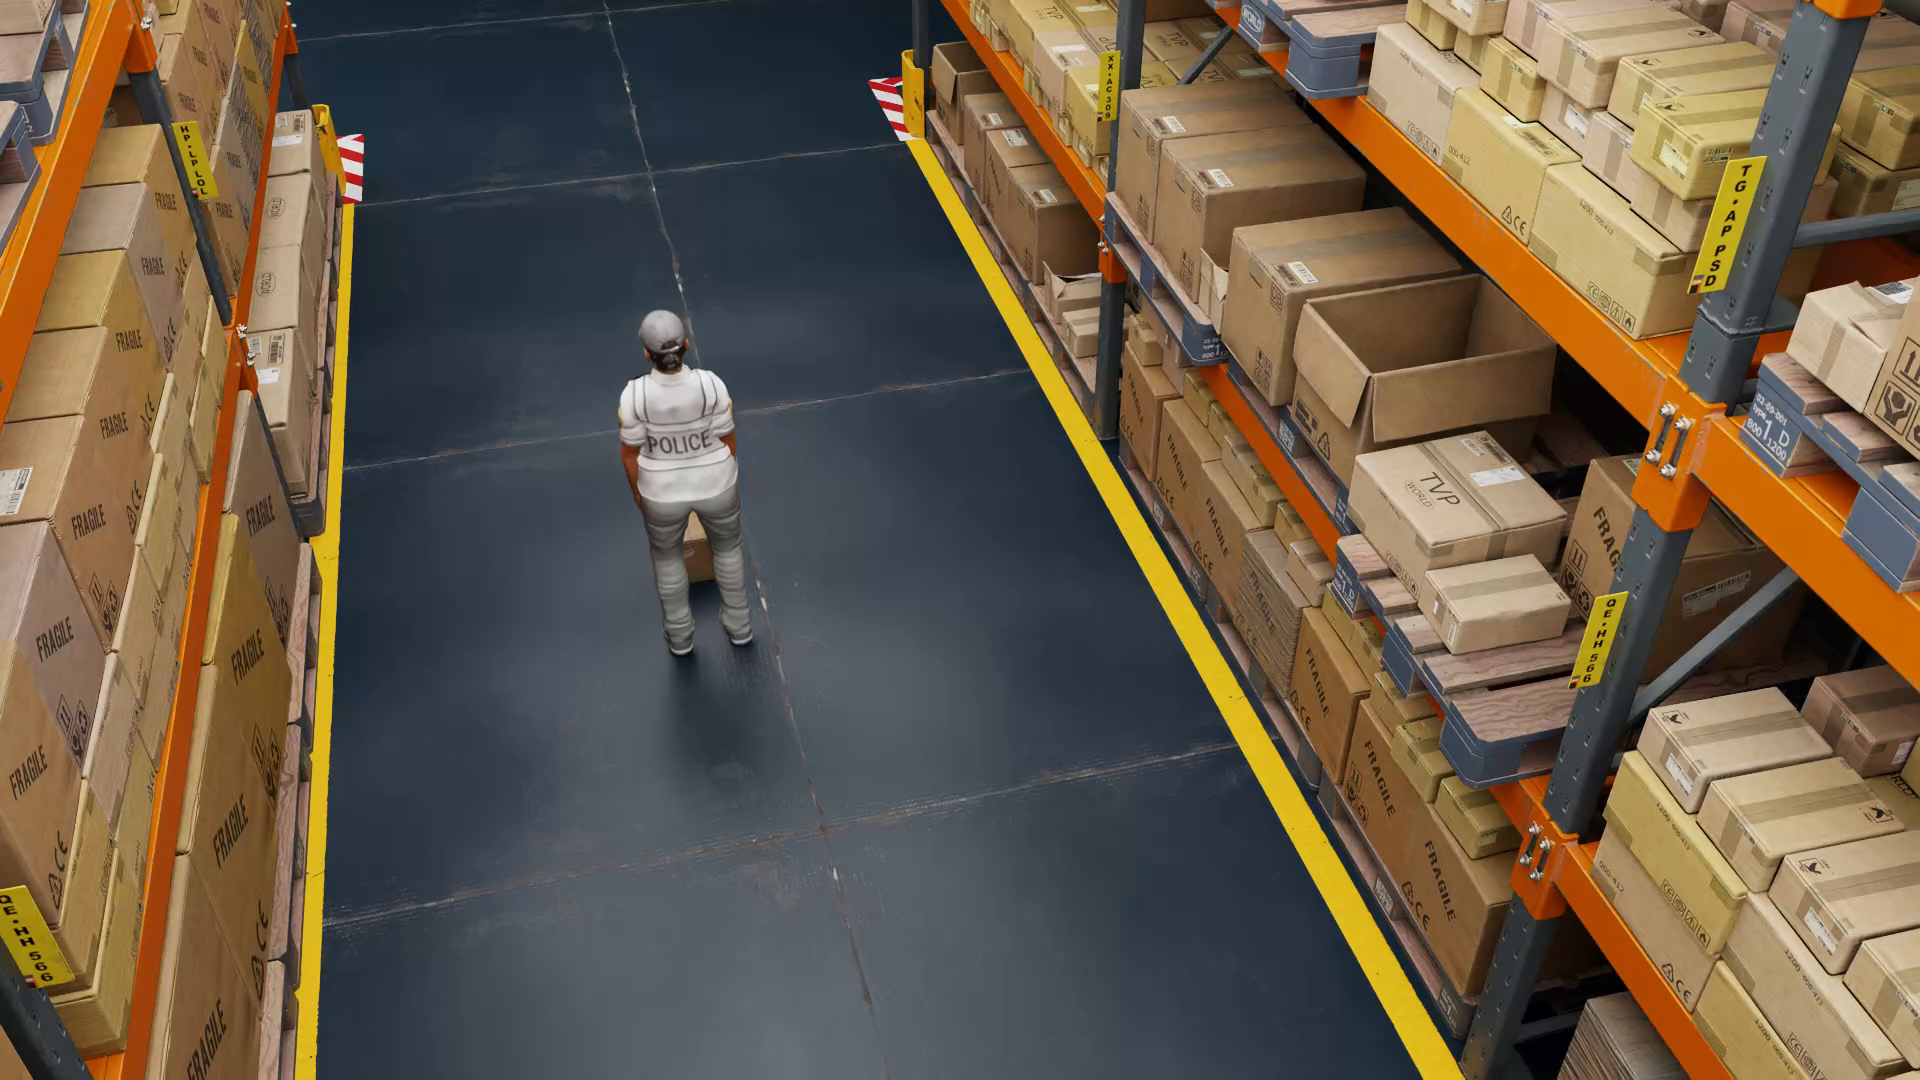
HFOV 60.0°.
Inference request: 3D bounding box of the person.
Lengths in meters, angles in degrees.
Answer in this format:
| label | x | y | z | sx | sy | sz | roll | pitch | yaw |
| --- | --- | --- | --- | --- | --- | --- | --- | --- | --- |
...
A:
| label | x | y | z | sx | sy | sz | roll | pitch | yaw |
| --- | --- | --- | --- | --- | --- | --- | --- | --- | --- |
| person | -1.166 | -0.230 | 7.011 | 0.469 | 1.659 | 0.390 | -9 | 39 | -11 |
